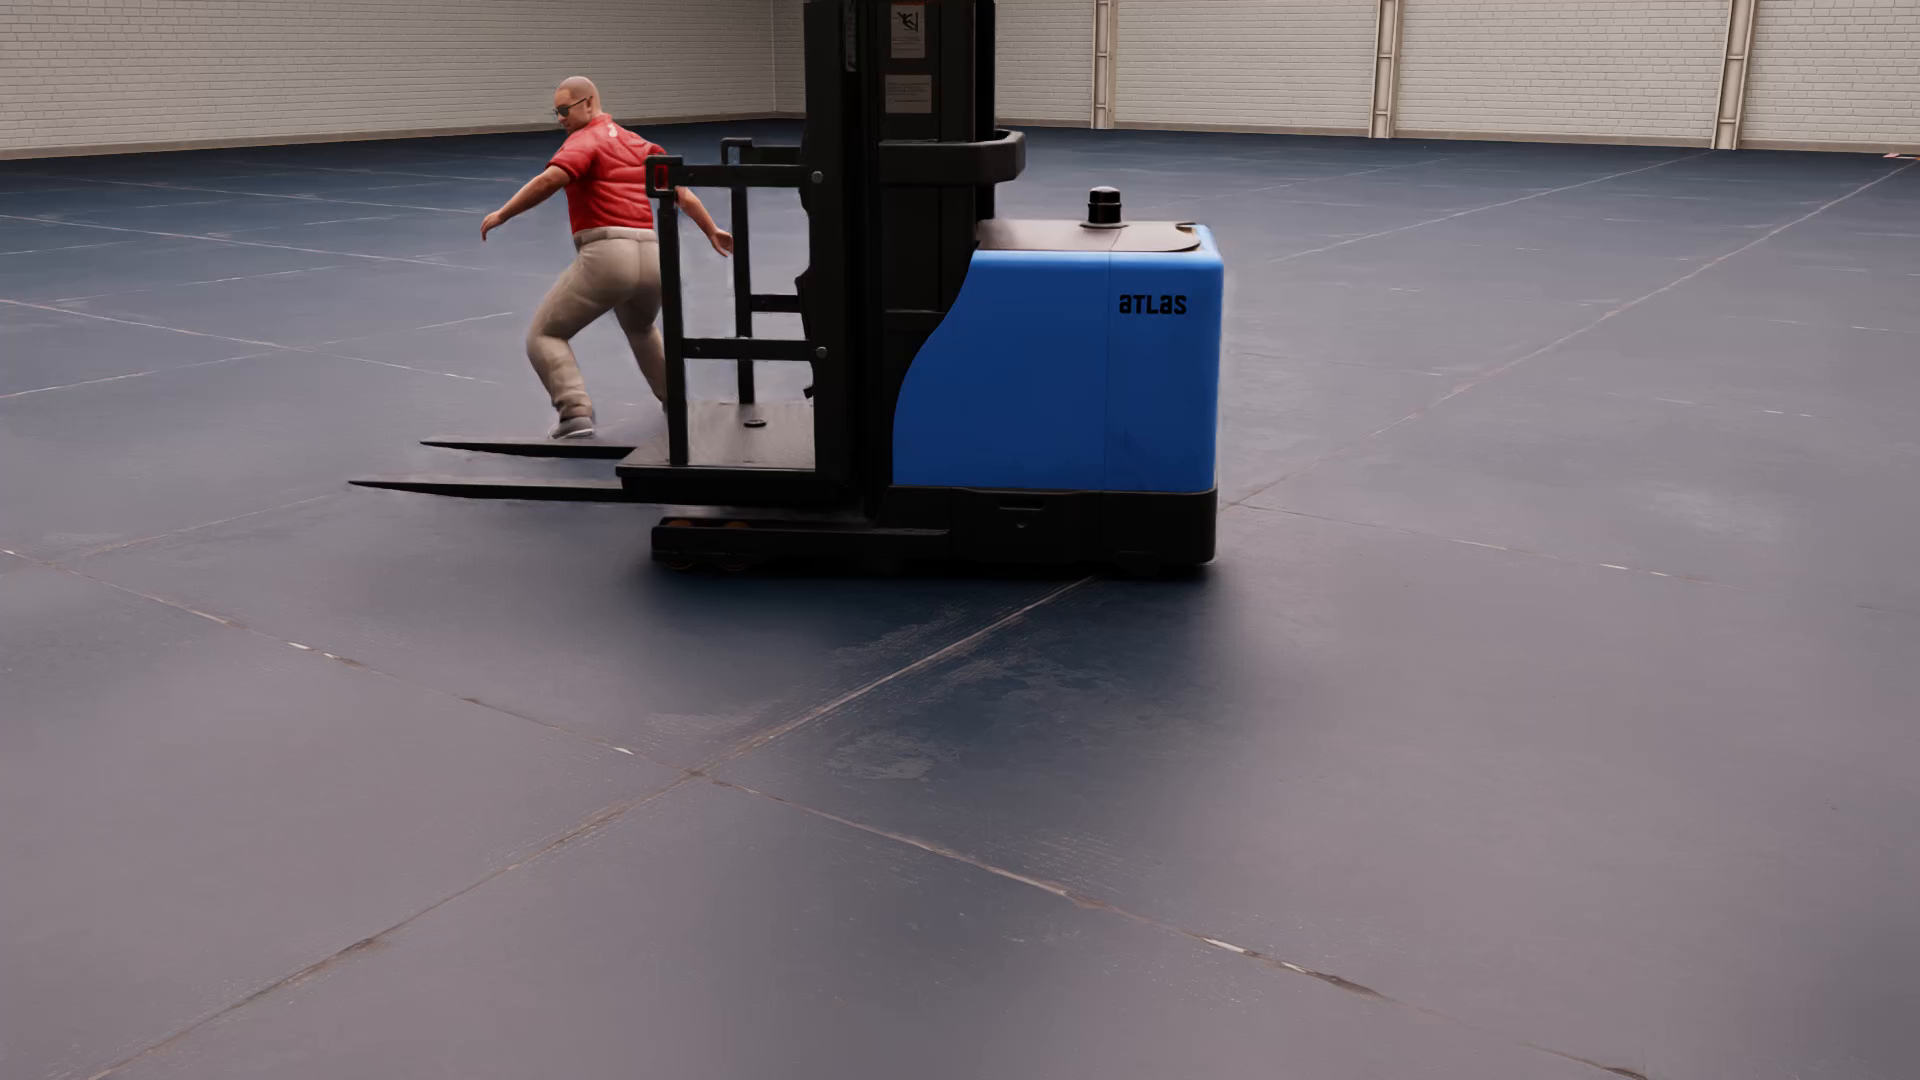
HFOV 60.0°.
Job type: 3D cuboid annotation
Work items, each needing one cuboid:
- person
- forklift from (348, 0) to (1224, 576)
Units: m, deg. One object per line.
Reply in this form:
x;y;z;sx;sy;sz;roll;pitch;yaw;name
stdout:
-1.526;-1.183;7.409;0.578;1.703;1.109;11;20;33;person
-0.618;-1.446;5.668;3.031;2.935;1.130;2;17;6;forklift
